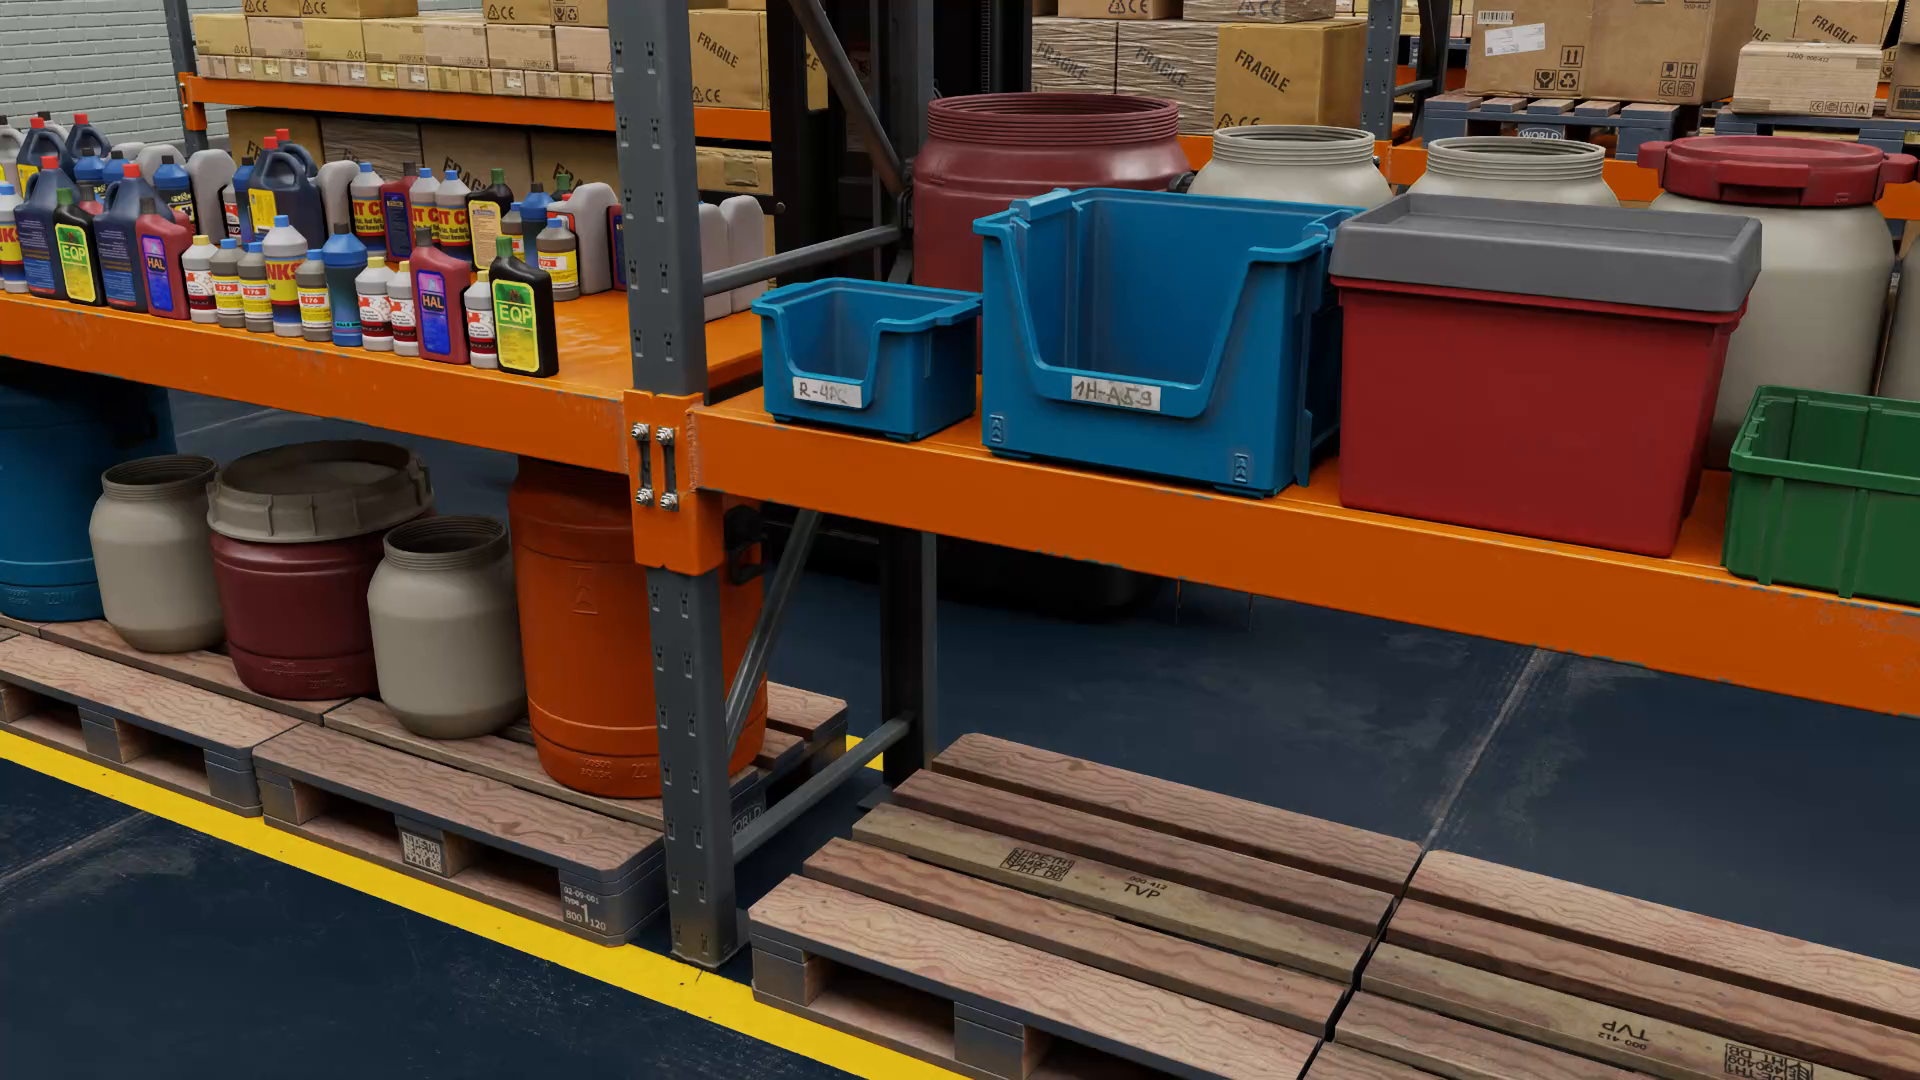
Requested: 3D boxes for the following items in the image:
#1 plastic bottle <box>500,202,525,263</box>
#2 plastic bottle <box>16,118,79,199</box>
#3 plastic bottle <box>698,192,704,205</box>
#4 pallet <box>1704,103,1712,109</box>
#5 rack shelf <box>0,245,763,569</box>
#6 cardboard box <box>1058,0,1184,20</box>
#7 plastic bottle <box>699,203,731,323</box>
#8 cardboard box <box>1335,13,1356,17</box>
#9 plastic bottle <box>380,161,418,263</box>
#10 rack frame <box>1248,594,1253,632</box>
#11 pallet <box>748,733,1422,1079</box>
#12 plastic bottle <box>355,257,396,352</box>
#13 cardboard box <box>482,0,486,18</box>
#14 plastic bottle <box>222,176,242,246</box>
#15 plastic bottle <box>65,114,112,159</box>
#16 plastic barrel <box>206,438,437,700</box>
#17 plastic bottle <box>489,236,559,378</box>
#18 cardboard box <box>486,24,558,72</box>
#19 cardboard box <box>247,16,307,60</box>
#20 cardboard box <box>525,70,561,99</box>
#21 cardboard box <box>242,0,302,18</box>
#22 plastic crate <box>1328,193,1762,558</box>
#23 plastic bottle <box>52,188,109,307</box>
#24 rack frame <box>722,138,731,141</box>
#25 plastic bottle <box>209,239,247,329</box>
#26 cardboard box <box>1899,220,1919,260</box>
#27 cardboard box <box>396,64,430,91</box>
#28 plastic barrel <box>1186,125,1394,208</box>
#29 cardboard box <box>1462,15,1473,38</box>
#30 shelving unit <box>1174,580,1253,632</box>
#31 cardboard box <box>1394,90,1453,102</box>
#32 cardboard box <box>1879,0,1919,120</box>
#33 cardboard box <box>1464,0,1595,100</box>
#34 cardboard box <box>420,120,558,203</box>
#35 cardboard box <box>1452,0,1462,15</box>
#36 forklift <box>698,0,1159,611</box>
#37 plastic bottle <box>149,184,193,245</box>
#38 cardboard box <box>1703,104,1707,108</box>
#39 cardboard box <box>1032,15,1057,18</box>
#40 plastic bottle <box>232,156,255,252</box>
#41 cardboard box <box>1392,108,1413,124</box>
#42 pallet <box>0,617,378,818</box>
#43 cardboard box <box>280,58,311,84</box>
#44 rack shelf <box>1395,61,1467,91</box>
[{"bbox_3d":[-1.184,-0.805,4.477,0.097,0.201,0.097,0,20,0],"label":"plastic bottle"},{"bbox_3d":[-2.794,-1.117,5.117,0.185,0.351,0.144,11,23,27],"label":"plastic bottle"},{"bbox_3d":[-0.663,-0.739,4.192,0.097,0.271,0.097,0,20,0],"label":"plastic bottle"},{"bbox_3d":[8.677,-5.331,20.752,1.213,0.211,1.003,11,23,27],"label":"pallet"},{"bbox_3d":[-2.101,-0.598,4.670,4.000,0.370,1.077,11,23,27],"label":"rack shelf"},{"bbox_3d":[0.862,-2.832,8.157,0.637,0.503,0.797,11,23,29],"label":"cardboard box"},{"bbox_3d":[-0.649,-0.668,3.990,0.135,0.276,0.152,11,23,27],"label":"plastic bottle"},{"bbox_3d":[2.795,-3.777,12.132,0.250,0.149,0.380,12,23,29],"label":"cardboard box"},{"bbox_3d":[-1.562,-0.923,4.681,0.133,0.283,0.061,11,23,27],"label":"plastic bottle"},{"bbox_3d":[0.979,-0.222,5.438,0.008,1.050,0.200,4,20,11],"label":"rack frame"},{"bbox_3d":[0.302,0.848,3.719,1.213,0.211,1.003,11,23,27],"label":"pallet"},{"bbox_3d":[-1.295,-0.530,3.718,0.097,0.201,0.097,0,20,0],"label":"plastic bottle"},{"bbox_3d":[-2.608,-3.490,10.272,0.500,0.500,0.500,10,22,26],"label":"cardboard box"},{"bbox_3d":[-2.152,-0.989,4.985,0.097,0.201,0.097,0,20,0],"label":"plastic bottle"},{"bbox_3d":[-2.724,-1.159,5.235,0.185,0.351,0.144,11,23,27],"label":"plastic bottle"},{"bbox_3d":[-1.777,0.068,4.698,0.708,0.588,0.600,11,23,27],"label":"plastic barrel"},{"bbox_3d":[-0.916,-0.489,3.486,0.133,0.283,0.061,11,23,27],"label":"plastic bottle"},{"bbox_3d":[-2.398,-2.893,9.726,0.500,0.250,0.500,12,23,29],"label":"cardboard box"},{"bbox_3d":[-4.179,-3.233,10.663,0.500,0.250,0.500,10,22,27],"label":"cardboard box"},{"bbox_3d":[-2.307,-2.664,9.678,0.250,0.149,0.380,10,22,26],"label":"cardboard box"},{"bbox_3d":[-4.200,-3.587,10.539,0.500,0.500,0.500,10,22,26],"label":"cardboard box"},{"bbox_3d":[0.906,-0.274,2.627,0.583,0.464,0.402,11,23,27],"label":"plastic crate"},{"bbox_3d":[-2.192,-0.732,4.155,0.133,0.283,0.061,11,23,27],"label":"plastic bottle"},{"bbox_3d":[-1.432,-2.743,9.529,0.127,3.000,1.000,11,23,27],"label":"rack frame"},{"bbox_3d":[-1.720,-0.611,3.941,0.097,0.201,0.097,0,20,0],"label":"plastic bottle"},{"bbox_3d":[6.633,-2.251,10.854,0.750,0.750,1.050,11,23,27],"label":"cardboard box"},{"bbox_3d":[-3.202,-2.835,10.149,0.250,0.149,0.380,11,23,28],"label":"cardboard box"},{"bbox_3d":[0.647,-0.549,3.315,0.421,0.512,0.421,0,20,0],"label":"plastic barrel"},{"bbox_3d":[3.697,-3.604,11.655,0.250,0.149,0.380,11,23,27],"label":"cardboard box"},{"bbox_3d":[0.860,-0.231,5.461,0.252,1.050,0.215,4,20,11],"label":"shelving unit"},{"bbox_3d":[4.774,-4.665,17.326,0.875,0.875,0.875,12,23,29],"label":"cardboard box"},{"bbox_3d":[3.994,-1.920,6.491,0.637,0.503,0.797,13,24,33],"label":"cardboard box"},{"bbox_3d":[2.551,-2.245,7.392,0.500,0.500,0.500,8,21,21],"label":"cardboard box"},{"bbox_3d":[-2.755,-2.225,10.601,0.875,0.875,0.875,11,23,27],"label":"cardboard box"},{"bbox_3d":[3.449,-3.791,11.732,0.250,0.149,0.380,11,23,29],"label":"cardboard box"},{"bbox_3d":[-0.551,-1.482,6.153,3.031,2.935,1.130,11,23,27],"label":"forklift"},{"bbox_3d":[-2.005,-0.753,4.213,0.133,0.283,0.061,11,23,27],"label":"plastic bottle"},{"bbox_3d":[8.837,-5.535,20.276,0.500,0.500,0.500,12,23,29],"label":"cardboard box"},{"bbox_3d":[0.178,-2.388,8.404,0.500,0.500,0.500,11,23,28],"label":"cardboard box"},{"bbox_3d":[-2.065,-0.982,4.862,0.097,0.271,0.097,0,20,0],"label":"plastic bottle"},{"bbox_3d":[3.396,-3.029,12.267,0.500,0.250,0.500,11,23,28],"label":"cardboard box"},{"bbox_3d":[-2.125,0.385,4.993,1.213,0.211,1.003,11,23,27],"label":"pallet"},{"bbox_3d":[-4.098,-3.005,10.620,0.250,0.149,0.380,10,22,26],"label":"cardboard box"},{"bbox_3d":[2.821,-3.532,12.759,4.000,0.370,1.077,11,23,27],"label":"rack shelf"}]
